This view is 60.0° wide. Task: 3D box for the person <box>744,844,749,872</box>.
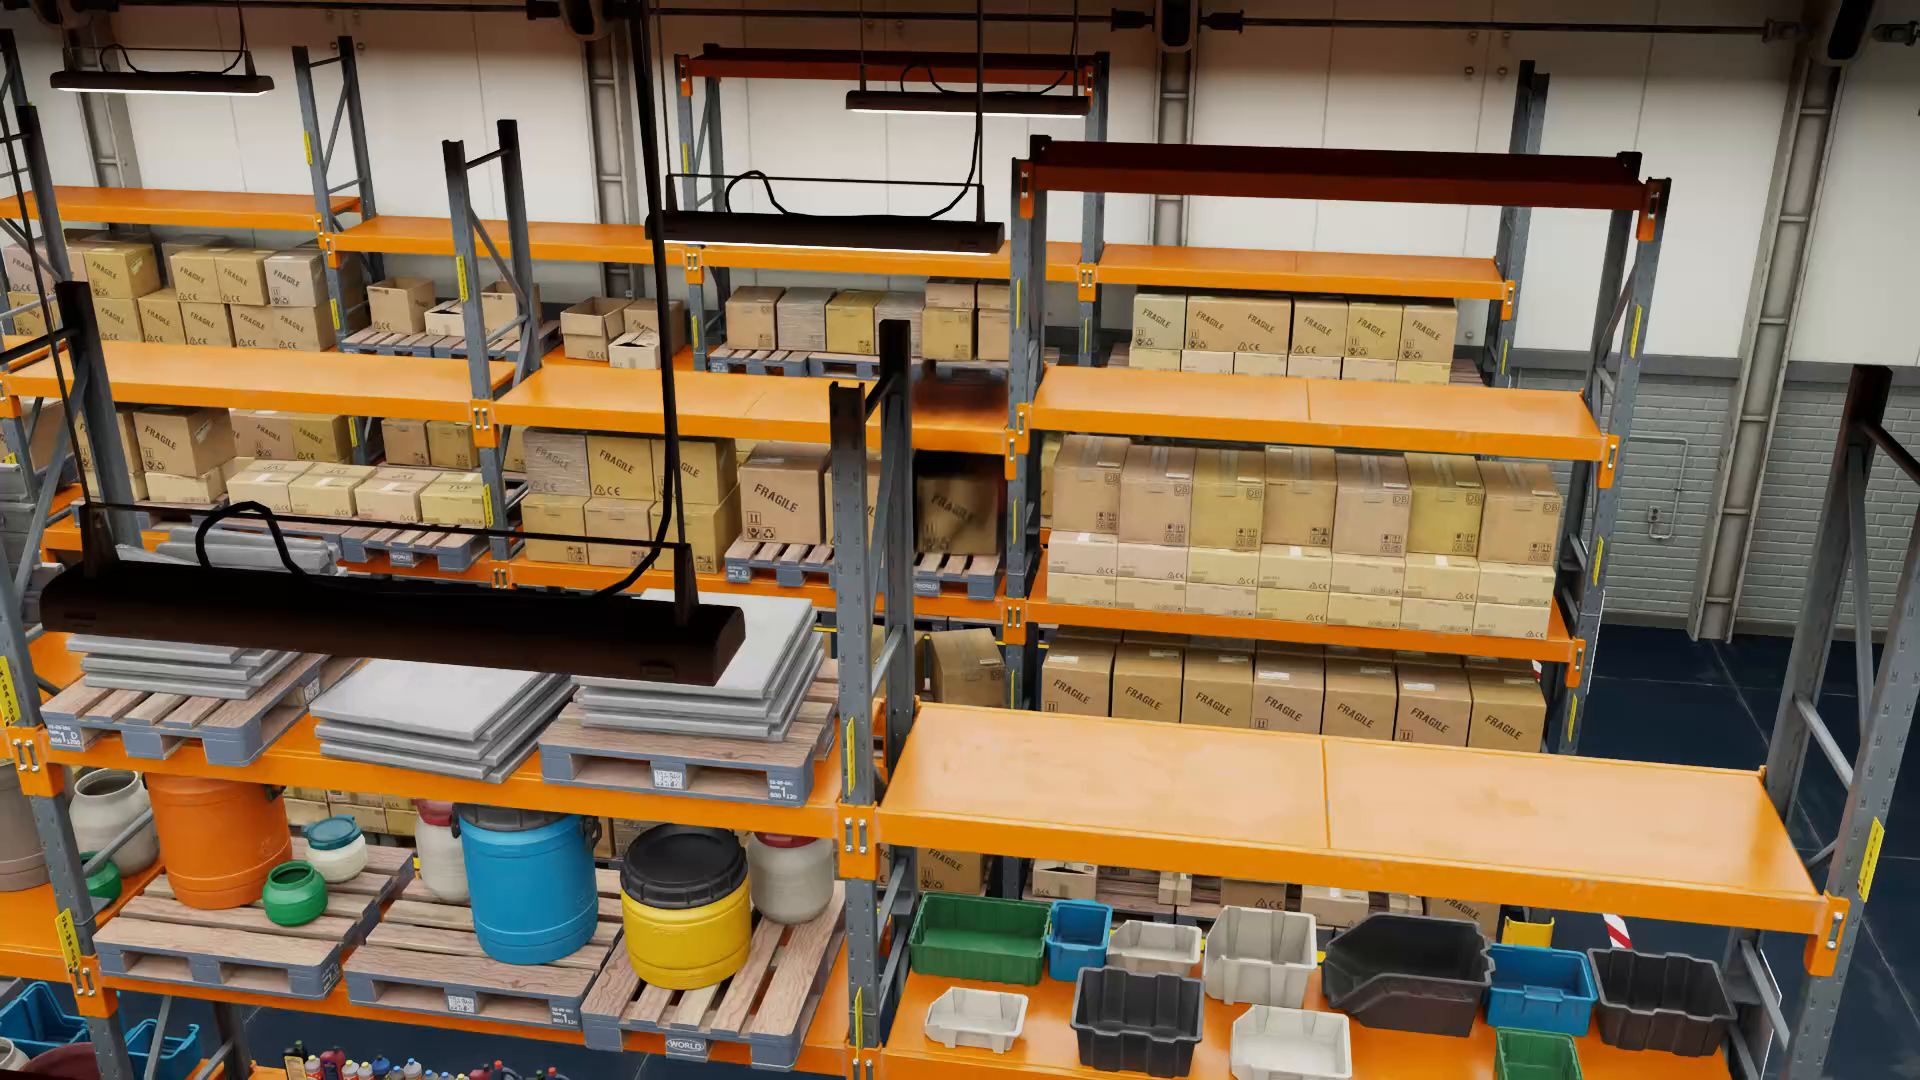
[{"bbox_3d":[-1.265,2.555,11.622,0.549,1.774,0.453,-5,23,-11],"label":"person"}]
